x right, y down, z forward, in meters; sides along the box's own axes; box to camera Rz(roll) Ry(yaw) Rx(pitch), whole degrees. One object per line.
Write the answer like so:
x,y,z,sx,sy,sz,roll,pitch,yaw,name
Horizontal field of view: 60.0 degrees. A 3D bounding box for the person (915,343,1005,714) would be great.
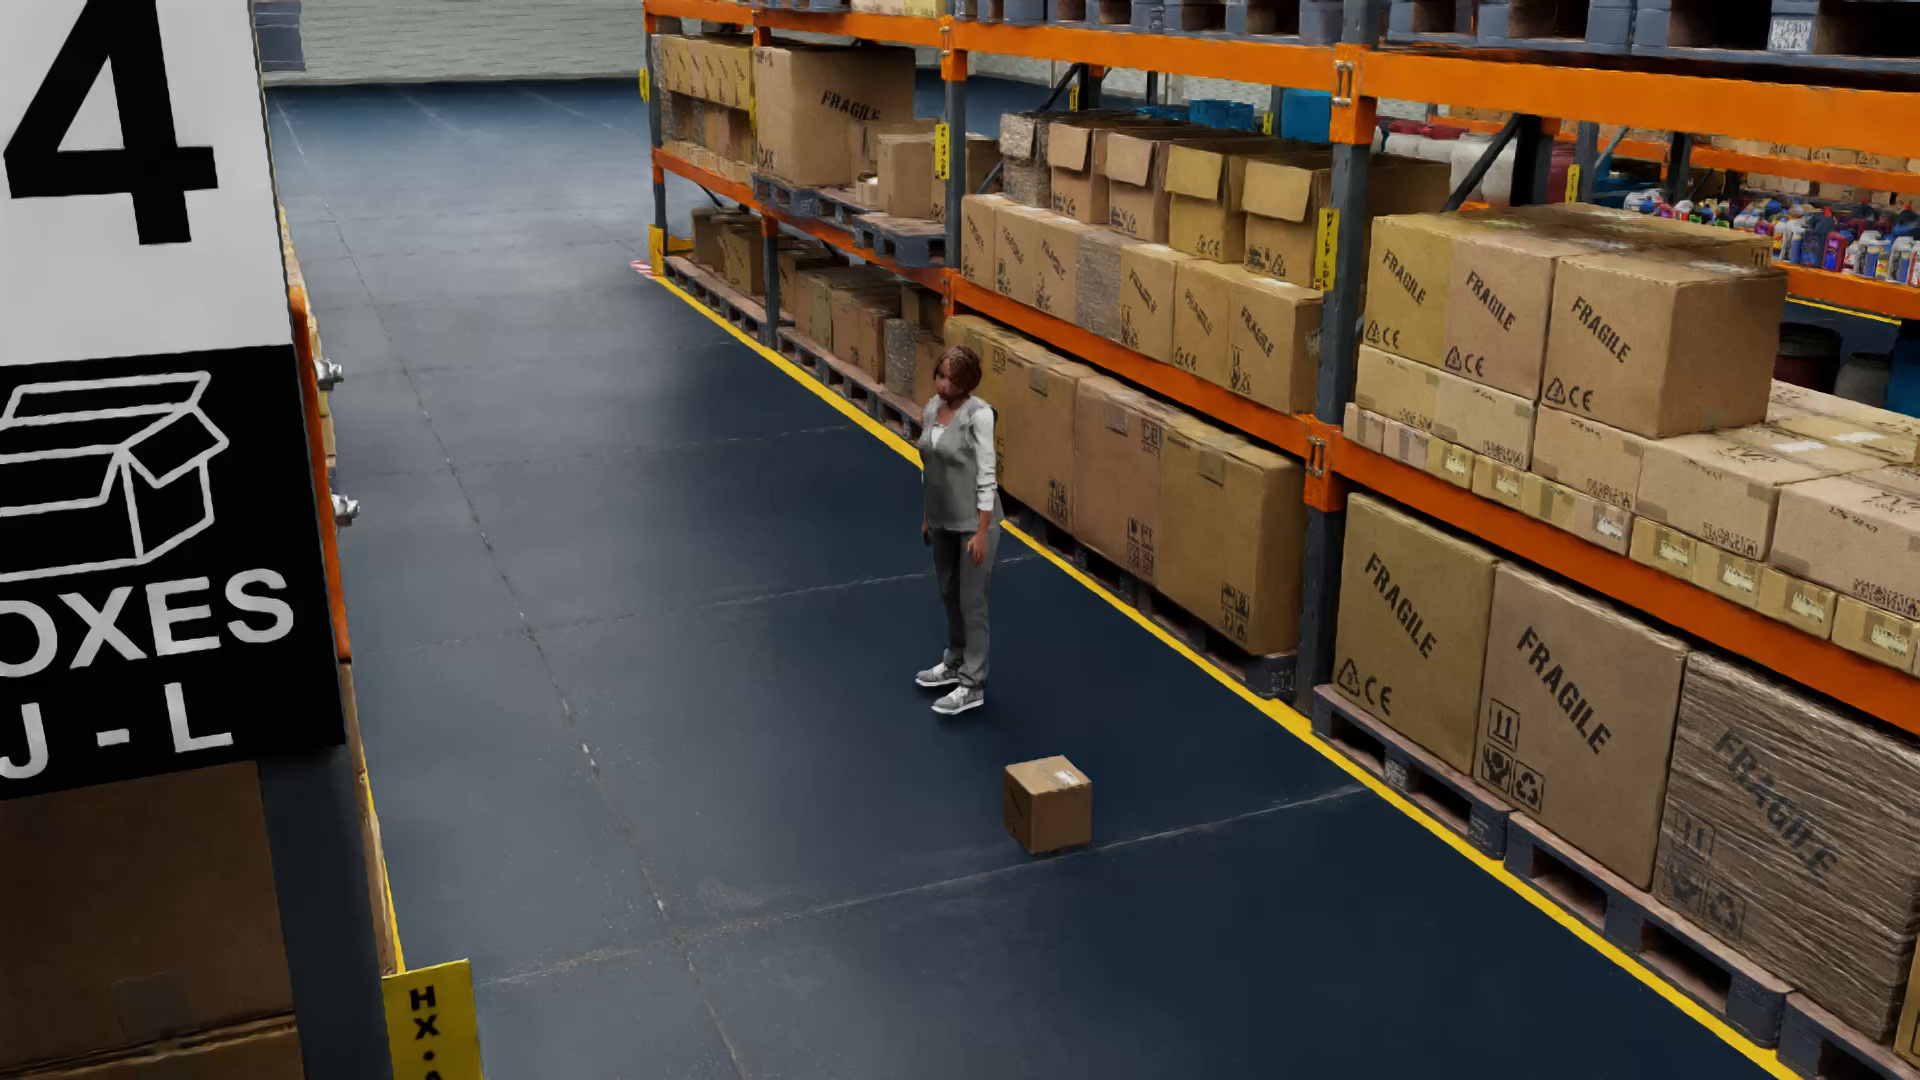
-0.036,-0.043,7.145,0.414,1.589,0.486,-15,24,-37,person
